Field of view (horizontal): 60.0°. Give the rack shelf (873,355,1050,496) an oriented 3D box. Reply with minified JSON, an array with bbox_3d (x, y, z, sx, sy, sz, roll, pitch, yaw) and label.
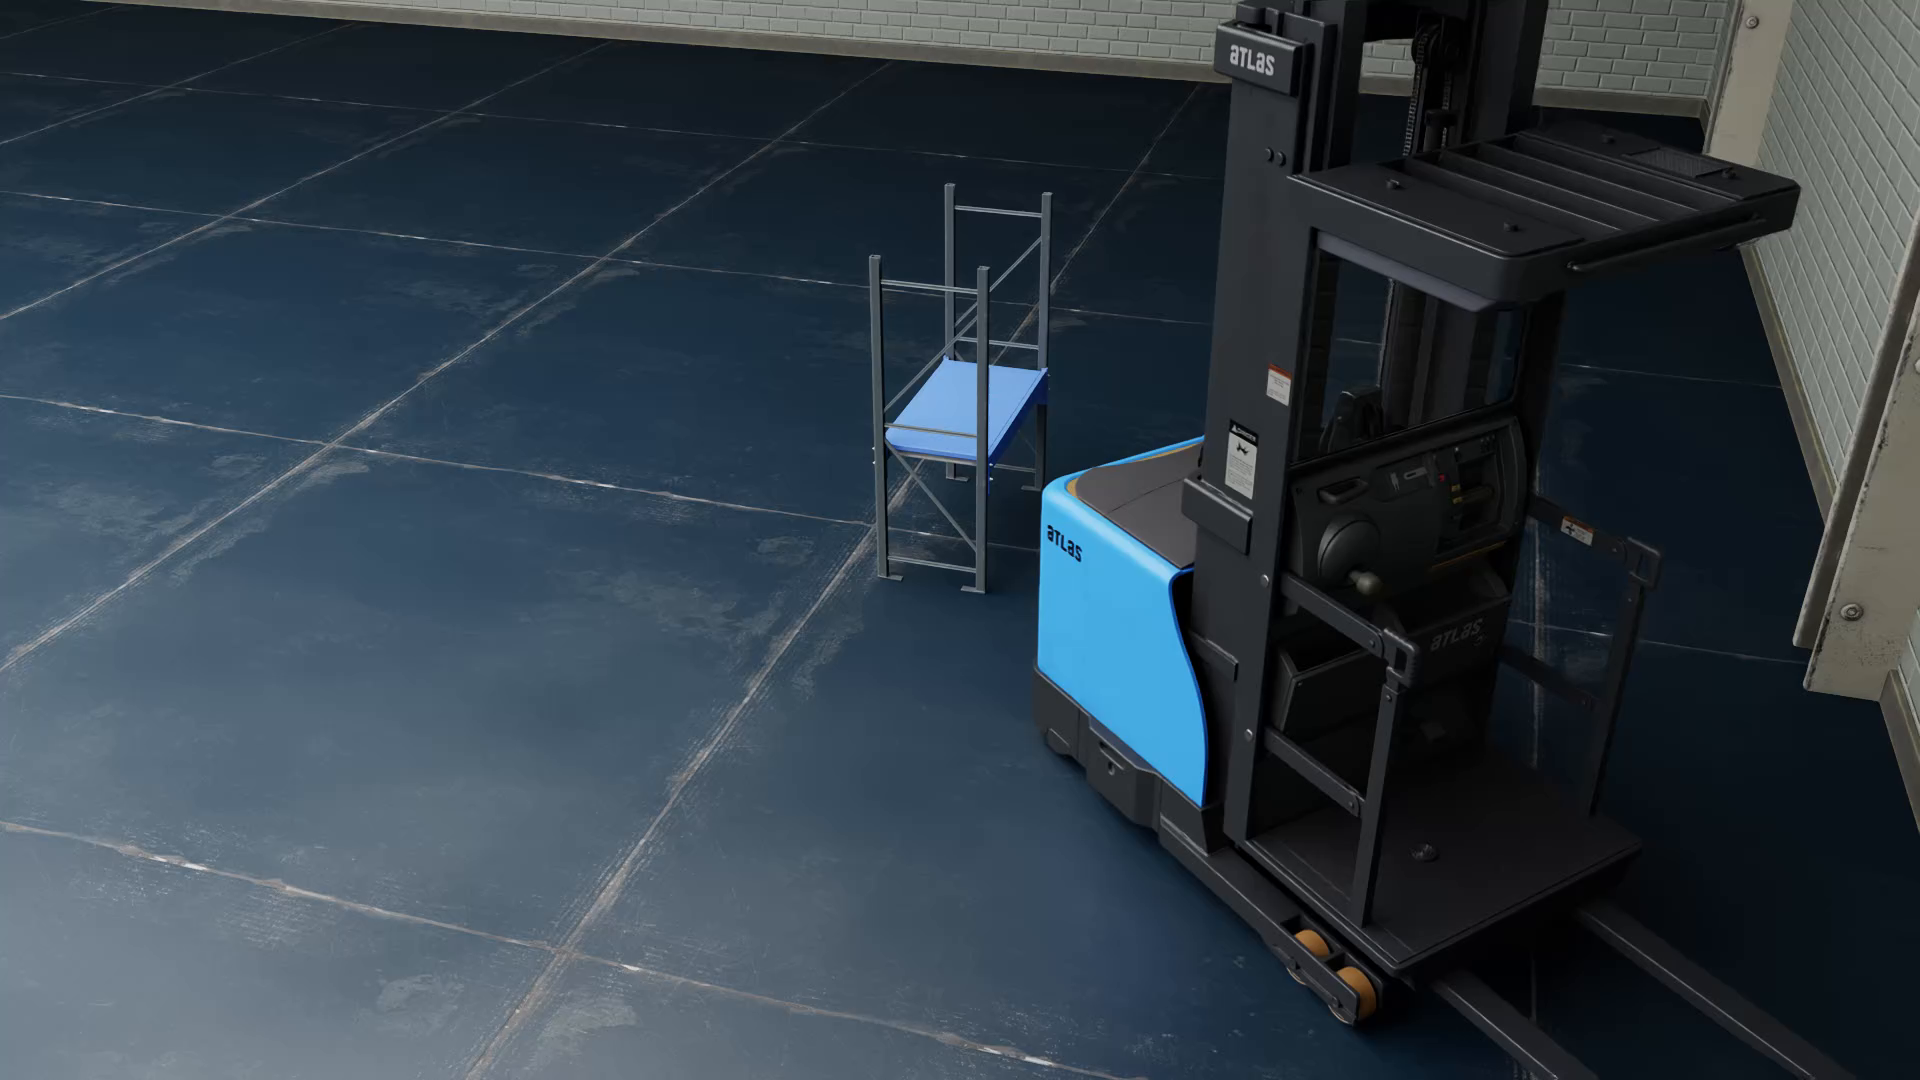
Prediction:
[{"bbox_3d":[0.025,-0.538,7.544,0.538,0.185,1.000,8,30,15],"label":"rack shelf"}]

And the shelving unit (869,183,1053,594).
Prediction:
[{"bbox_3d":[0.025,-0.695,7.457,0.538,1.500,1.048,8,30,15],"label":"shelving unit"}]

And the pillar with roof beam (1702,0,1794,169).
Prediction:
[{"bbox_3d":[1.240,-6.804,10.725,9.100,9.000,0.400,8,30,15],"label":"pillar with roof beam"}]

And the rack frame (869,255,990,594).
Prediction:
[{"bbox_3d":[-0.124,-0.459,7.032,0.500,1.500,0.032,8,30,15],"label":"rack frame"}]

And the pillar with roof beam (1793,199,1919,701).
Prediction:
[{"bbox_3d":[-0.521,-4.016,5.712,9.100,9.000,0.400,8,30,15],"label":"pillar with roof beam"}]

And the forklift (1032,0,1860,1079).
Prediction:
[{"bbox_3d":[1.473,-0.063,4.849,1.130,2.935,3.031,-17,33,-27],"label":"forklift"}]

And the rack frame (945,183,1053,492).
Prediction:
[{"bbox_3d":[0.174,-0.931,7.881,0.500,1.500,0.032,8,30,15],"label":"rack frame"}]
